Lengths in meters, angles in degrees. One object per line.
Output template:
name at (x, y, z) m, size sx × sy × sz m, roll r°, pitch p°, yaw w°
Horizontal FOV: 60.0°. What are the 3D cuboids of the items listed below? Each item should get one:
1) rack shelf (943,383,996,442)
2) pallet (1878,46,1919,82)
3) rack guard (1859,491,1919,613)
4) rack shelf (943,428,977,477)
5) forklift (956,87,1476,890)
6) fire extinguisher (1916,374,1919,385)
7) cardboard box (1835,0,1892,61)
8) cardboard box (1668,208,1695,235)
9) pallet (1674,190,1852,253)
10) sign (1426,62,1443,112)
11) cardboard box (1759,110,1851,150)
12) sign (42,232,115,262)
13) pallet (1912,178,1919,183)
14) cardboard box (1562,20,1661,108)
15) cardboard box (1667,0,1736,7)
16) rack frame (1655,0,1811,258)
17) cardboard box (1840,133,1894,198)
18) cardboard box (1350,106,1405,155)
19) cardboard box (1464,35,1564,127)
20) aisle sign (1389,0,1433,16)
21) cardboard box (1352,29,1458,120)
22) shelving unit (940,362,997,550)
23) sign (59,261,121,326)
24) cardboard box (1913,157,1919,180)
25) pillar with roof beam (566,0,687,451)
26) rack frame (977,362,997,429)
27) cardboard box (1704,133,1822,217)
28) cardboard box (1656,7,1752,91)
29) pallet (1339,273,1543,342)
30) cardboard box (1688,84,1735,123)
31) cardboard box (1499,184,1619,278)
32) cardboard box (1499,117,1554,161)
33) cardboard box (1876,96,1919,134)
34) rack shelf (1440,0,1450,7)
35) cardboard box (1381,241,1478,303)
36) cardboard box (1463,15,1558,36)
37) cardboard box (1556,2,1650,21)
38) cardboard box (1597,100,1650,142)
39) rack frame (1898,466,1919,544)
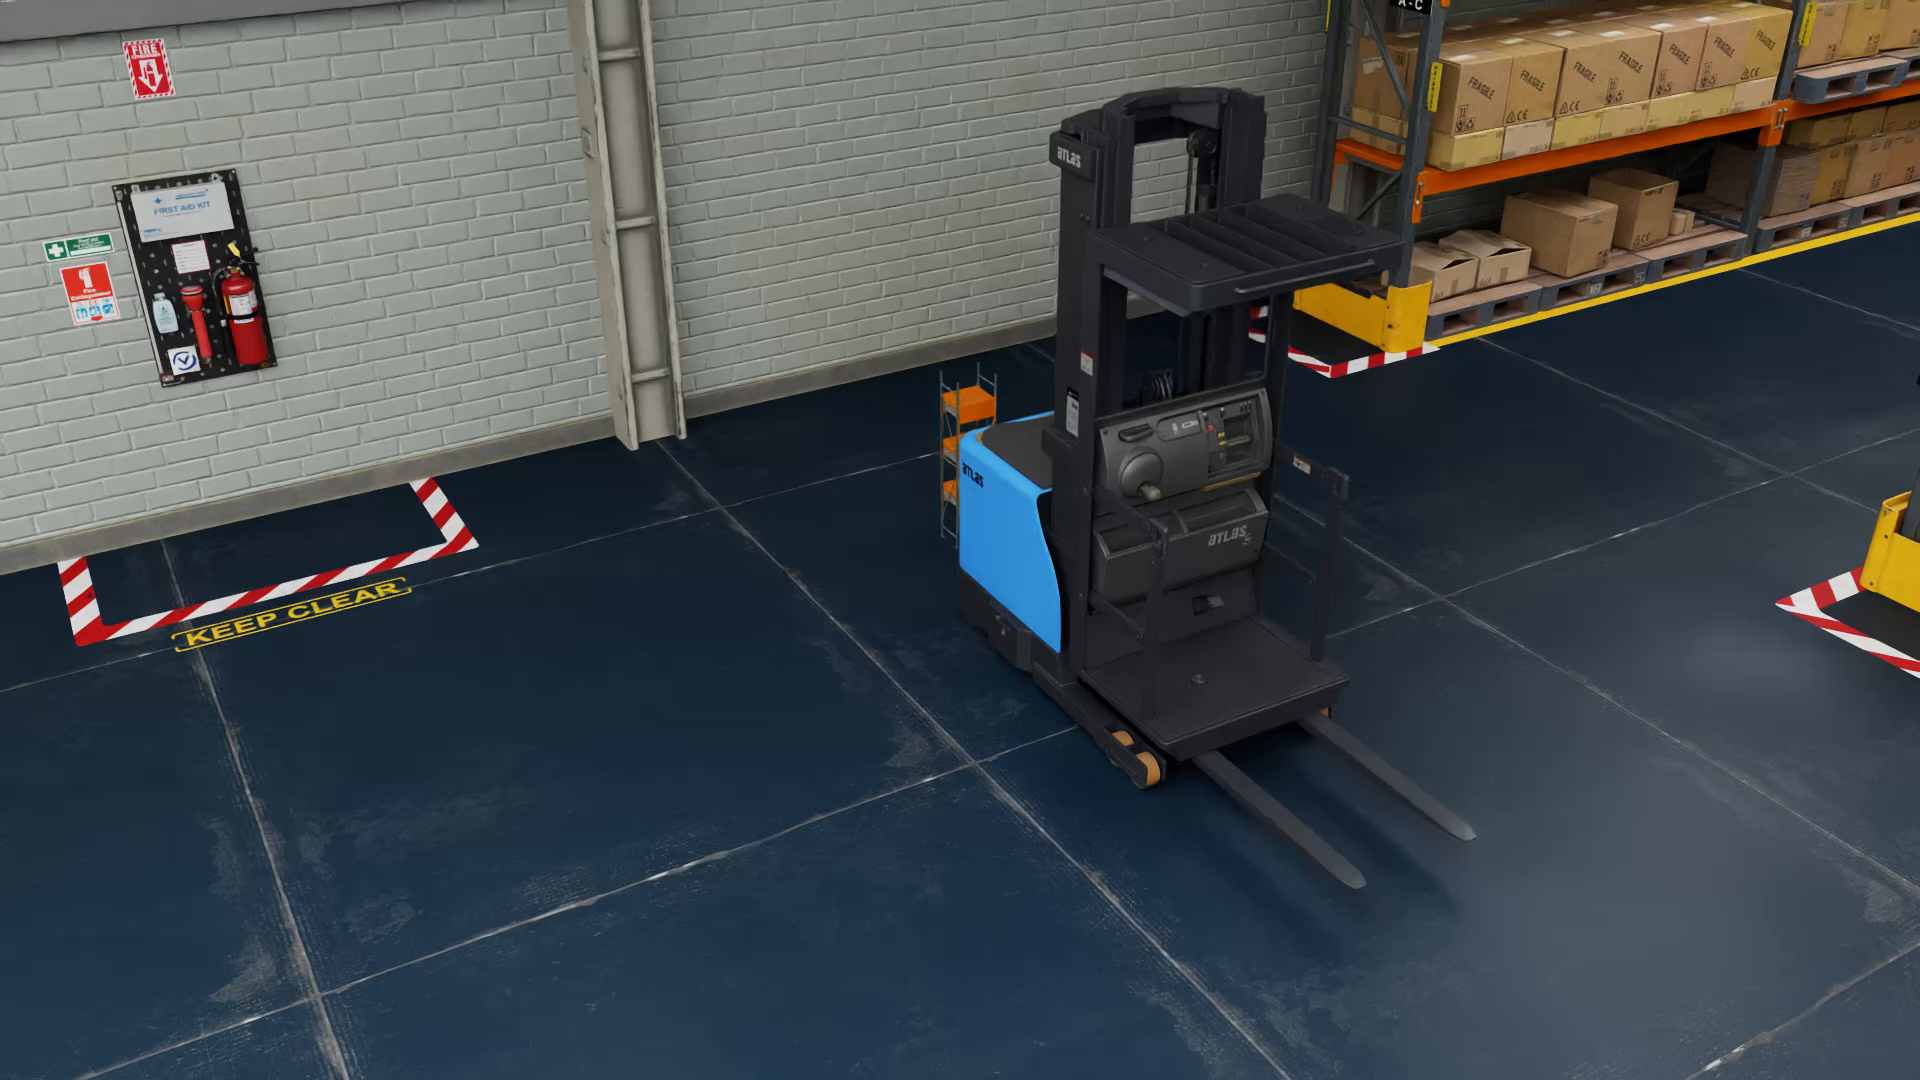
rack shelf at (0.046, -0.712, 9.388) m, size 0.240 × 0.259 × 0.215 m, roll -16°, pitch 33°, yaw -26°
pallet at (8.173, -4.314, 14.662) m, size 1.213 × 0.211 × 1.003 m, roll -16°, pitch 33°, yaw -26°
rack guard at (5.453, 0.221, 8.832) m, size 0.348 × 0.500 × 1.175 m, roll -16°, pitch 33°, yaw -26°
rack shelf at (0.046, -0.464, 9.525) m, size 0.240 × 0.259 × 0.215 m, roll -16°, pitch 33°, yaw -26°
forklift at (1.145, -0.391, 7.425) m, size 1.130 × 2.935 × 3.031 m, roll -15°, pitch 32°, yaw -26°
fire extinguisher at (5.137, -1.010, 8.555) m, size 0.183 × 0.674 × 0.296 m, roll -16°, pitch 33°, yaw -26°
cardboard box at (7.352, -4.401, 14.062) m, size 0.500 × 0.500 × 0.700 m, roll -12°, pitch 31°, yaw -21°
cardboard box at (5.964, -2.730, 14.069) m, size 0.250 × 0.166 × 0.380 m, roll -21°, pitch 35°, yaw -33°
pallet at (7.081, -2.891, 14.771) m, size 1.213 × 0.211 × 1.003 m, roll -16°, pitch 33°, yaw -26°
sign at (3.236, -3.095, 11.357) m, size 0.005 × 0.325 × 0.100 m, roll -16°, pitch 33°, yaw -26°
cardboard box at (7.414, -3.644, 14.604) m, size 0.500 × 0.250 × 0.500 m, roll -17°, pitch 33°, yaw -27°
sign at (-4.717, -1.568, 8.902) m, size 0.331 × 0.109 × 0.001 m, roll -16°, pitch 33°, yaw -26°
pallet at (9.184, -3.489, 15.853) m, size 1.213 × 0.211 × 1.003 m, roll -16°, pitch 33°, yaw -26°
cardboard box at (4.844, -3.577, 12.485) m, size 0.500 × 0.500 × 0.500 m, roll -15°, pitch 32°, yaw -25°
cardboard box at (5.899, -4.164, 13.550) m, size 0.500 × 0.500 × 0.500 m, roll -17°, pitch 33°, yaw -27°
rack frame at (6.410, -3.921, 13.750) m, size 0.127 × 3.000 × 1.000 m, roll -16°, pitch 33°, yaw -26°
cardboard box at (7.917, -3.462, 15.050) m, size 0.500 × 0.500 × 0.700 m, roll -15°, pitch 32°, yaw -26°
cardboard box at (3.266, -3.080, 12.361) m, size 0.500 × 0.250 × 0.500 m, roll -15°, pitch 32°, yaw -26°
cardboard box at (3.956, -3.322, 12.023) m, size 0.500 × 0.500 × 0.500 m, roll -16°, pitch 33°, yaw -26°
aisle sign at (3.051, -3.937, 11.090) m, size 0.004 × 0.787 × 0.394 m, roll -16°, pitch 33°, yaw -26°
cardboard box at (3.260, -3.417, 12.196) m, size 0.500 × 0.500 × 0.500 m, roll -16°, pitch 33°, yaw -27°
shelving unit at (0.046, -0.473, 9.520) m, size 0.252 × 1.050 × 0.215 m, roll -16°, pitch 33°, yaw -26°
sign at (-4.725, -1.339, 9.035) m, size 0.234 × 0.329 × 0.001 m, roll -16°, pitch 33°, yaw -26°
cardboard box at (8.761, -3.723, 15.523) m, size 0.500 × 0.500 × 0.700 m, roll -16°, pitch 33°, yaw -26°
pillar with roof beam at (0.135, -2.838, 5.579) m, size 0.400 × 9.000 × 9.100 m, roll -16°, pitch 33°, yaw -26°
rack frame at (0.151, -0.503, 9.574) m, size 0.008 × 1.050 × 0.200 m, roll -16°, pitch 33°, yaw -26°
cardboard box at (7.036, -3.206, 14.587) m, size 0.500 × 0.500 × 0.700 m, roll -15°, pitch 32°, yaw -25°
cardboard box at (5.732, -3.823, 12.932) m, size 0.500 × 0.500 × 0.500 m, roll -16°, pitch 33°, yaw -27°
pallet at (3.745, -1.924, 13.017) m, size 1.213 × 0.211 × 1.003 m, roll -16°, pitch 33°, yaw -26°
cardboard box at (5.721, -3.503, 13.128) m, size 0.500 × 0.250 × 0.500 m, roll -16°, pitch 33°, yaw -26°
cardboard box at (4.753, -2.470, 13.253) m, size 0.500 × 0.500 × 0.700 m, roll -18°, pitch 34°, yaw -29°
cardboard box at (3.983, -3.005, 12.225) m, size 0.500 × 0.250 × 0.500 m, roll -17°, pitch 33°, yaw -28°
cardboard box at (8.300, -3.887, 15.045) m, size 0.500 × 0.250 × 0.500 m, roll -16°, pitch 33°, yaw -27°
rack shelf at (4.686, -4.430, 12.312) m, size 4.000 × 0.370 × 1.077 m, roll -16°, pitch 33°, yaw -26°
cardboard box at (3.603, -2.089, 12.758) m, size 0.500 × 0.311 × 0.500 m, roll -20°, pitch 35°, yaw -32°
cardboard box at (4.143, -3.665, 12.644) m, size 0.500 × 0.500 × 0.500 m, roll -17°, pitch 33°, yaw -28°
cardboard box at (5.019, -3.920, 13.106) m, size 0.500 × 0.500 × 0.500 m, roll -15°, pitch 32°, yaw -25°
cardboard box at (4.863, -3.250, 12.669) m, size 0.500 × 0.250 × 0.500 m, roll -16°, pitch 32°, yaw -26°
rack frame at (5.474, -0.879, 8.238) m, size 0.127 × 3.000 × 1.000 m, roll -16°, pitch 33°, yaw -26°
